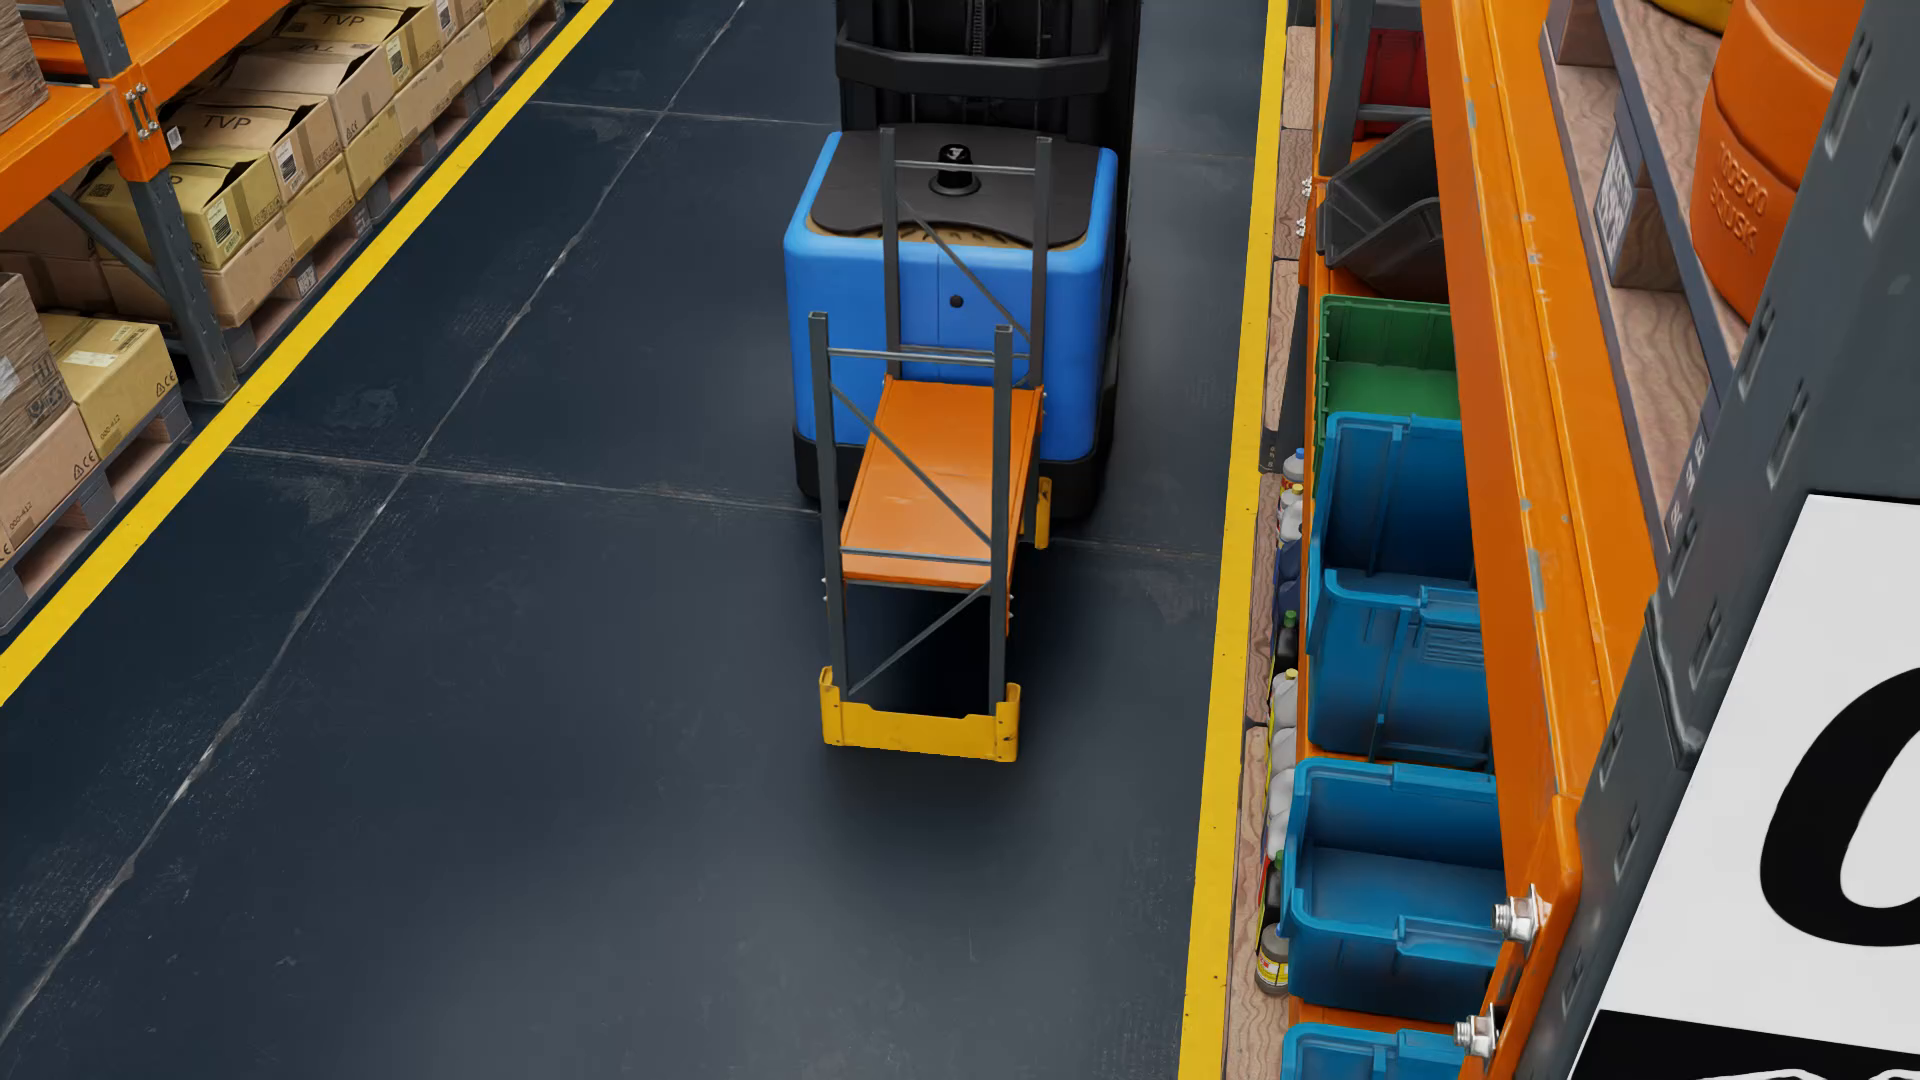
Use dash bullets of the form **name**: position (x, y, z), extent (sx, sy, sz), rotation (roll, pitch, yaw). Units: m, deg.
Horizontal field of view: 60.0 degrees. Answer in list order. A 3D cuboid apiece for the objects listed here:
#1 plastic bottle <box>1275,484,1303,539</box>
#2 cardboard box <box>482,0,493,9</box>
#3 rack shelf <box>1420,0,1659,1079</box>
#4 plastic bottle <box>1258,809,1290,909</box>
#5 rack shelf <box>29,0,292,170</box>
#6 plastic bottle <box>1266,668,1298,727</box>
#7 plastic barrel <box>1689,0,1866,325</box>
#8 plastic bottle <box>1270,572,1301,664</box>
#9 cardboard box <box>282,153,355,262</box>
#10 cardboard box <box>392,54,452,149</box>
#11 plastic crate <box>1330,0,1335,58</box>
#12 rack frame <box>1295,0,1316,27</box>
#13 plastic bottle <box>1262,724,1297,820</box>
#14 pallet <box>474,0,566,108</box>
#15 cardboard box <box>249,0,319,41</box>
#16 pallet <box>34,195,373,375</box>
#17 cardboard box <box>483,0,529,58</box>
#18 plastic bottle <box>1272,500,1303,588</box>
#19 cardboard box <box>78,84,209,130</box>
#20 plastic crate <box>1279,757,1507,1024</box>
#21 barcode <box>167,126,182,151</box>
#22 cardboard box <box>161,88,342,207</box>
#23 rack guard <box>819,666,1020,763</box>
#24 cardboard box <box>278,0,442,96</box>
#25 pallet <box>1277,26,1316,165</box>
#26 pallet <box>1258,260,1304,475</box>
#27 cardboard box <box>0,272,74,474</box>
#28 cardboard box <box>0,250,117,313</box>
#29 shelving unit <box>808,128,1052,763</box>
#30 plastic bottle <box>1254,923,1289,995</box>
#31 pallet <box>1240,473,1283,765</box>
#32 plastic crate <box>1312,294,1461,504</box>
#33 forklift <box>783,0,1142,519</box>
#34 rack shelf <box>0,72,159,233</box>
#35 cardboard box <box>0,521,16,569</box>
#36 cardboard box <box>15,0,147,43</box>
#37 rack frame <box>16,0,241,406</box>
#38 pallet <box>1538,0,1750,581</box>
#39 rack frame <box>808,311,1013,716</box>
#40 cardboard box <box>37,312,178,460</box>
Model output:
- **plastic bottle**: position (1.076, -0.091, 5.357), extent (0.097, 0.201, 0.097), rotation (0, 40, 0)
- **cardboard box**: position (-2.537, -2.910, 8.304), extent (0.500, 0.311, 0.500), rotation (6, 40, 7)
- **rack shelf**: position (1.234, -0.839, 2.621), extent (1.077, 0.370, 4.000), rotation (6, 40, 8)
- **plastic bottle**: position (0.845, 0.819, 4.198), extent (0.152, 0.276, 0.135), rotation (7, 40, 8)
- **rack shelf**: position (-2.952, -2.742, 7.277), extent (1.077, 0.370, 4.000), rotation (6, 40, 8)
- **plastic bottle**: position (0.927, 0.448, 4.705), extent (0.097, 0.201, 0.097), rotation (0, 40, 0)
- **plastic barrel**: position (0.847, -0.508, 0.989), extent (0.600, 0.830, 0.708), rotation (6, 40, 8)
- **plastic bottle**: position (0.999, 0.215, 4.869), extent (0.144, 0.351, 0.185), rotation (5, 40, 6)
- **cardboard box**: position (-2.894, -1.413, 6.933), extent (0.500, 0.250, 0.500), rotation (7, 40, 9)
- **cardboard box**: position (-2.718, -2.057, 7.712), extent (0.500, 0.250, 0.500), rotation (7, 40, 9)
- **plastic crate**: position (1.465, -1.936, 5.750), extent (0.392, 0.384, 0.575), rotation (6, 40, 8)
- **rack frame**: position (2.272, -3.726, 7.902), extent (1.000, 3.000, 0.127), rotation (6, 40, 8)
- **plastic bottle**: position (0.893, 0.599, 4.405), extent (0.144, 0.351, 0.185), rotation (8, 40, 10)
- **pallet**: position (-2.786, -2.687, 8.835), extent (1.003, 0.211, 1.213), rotation (6, 40, 8)
- **cardboard box**: position (-3.247, -2.323, 7.594), extent (0.500, 0.311, 0.500), rotation (6, 40, 7)
- **pallet**: position (-3.209, -1.156, 6.982), extent (1.003, 0.211, 1.213), rotation (6, 40, 8)
- **cardboard box**: position (-2.542, -2.696, 8.485), extent (0.500, 0.250, 0.500), rotation (6, 40, 7)
- **plastic bottle**: position (1.064, 0.022, 5.161), extent (0.152, 0.276, 0.135), rotation (8, 40, 9)
- **cardboard box**: position (-3.426, -1.695, 6.835), extent (0.500, 0.311, 0.500), rotation (7, 40, 9)
- **plastic crate**: position (0.798, 0.598, 2.789), extent (0.499, 0.251, 0.408), rotation (6, 40, 8)
- **barcode**: position (-2.844, -1.454, 6.018), extent (0.001, 0.075, 0.075), rotation (6, 40, 8)
- **cardboard box**: position (-2.889, -1.628, 6.753), extent (0.500, 0.311, 0.500), rotation (6, 40, 7)
- **rack guard**: position (-0.118, 0.517, 4.929), extent (0.587, 0.250, 0.087), rotation (5, 40, 6)
- **cardboard box**: position (-2.716, -2.279, 7.541), extent (0.500, 0.311, 0.500), rotation (7, 40, 9)
- **pallet**: position (2.100, -2.169, 8.208), extent (1.003, 0.211, 1.213), rotation (6, 40, 8)
- **pallet**: position (1.678, -0.638, 6.356), extent (1.003, 0.211, 1.213), rotation (6, 40, 8)
- **cardboard box**: position (-3.261, -0.528, 5.274), extent (0.500, 0.500, 0.500), rotation (6, 40, 8)
- **cardboard box**: position (-3.512, -1.158, 6.625), extent (0.500, 0.250, 0.500), rotation (6, 40, 7)
- **shelving unit**: position (-0.051, -0.280, 4.911), extent (0.587, 1.500, 1.083), rotation (5, 40, 6)
- **plastic bottle**: position (0.774, 1.003, 4.034), extent (0.097, 0.201, 0.097), rotation (0, 40, 0)
- **pallet**: position (1.423, 0.276, 5.250), extent (1.003, 0.211, 1.213), rotation (6, 40, 8)
- **plastic crate**: position (1.067, -0.313, 3.941), extent (0.450, 0.188, 0.662), rotation (6, 40, 8)
- **forklift**: position (0.133, -2.138, 6.036), extent (1.130, 2.935, 3.031), rotation (5, 40, 6)
- **rack shelf**: position (-3.644, -0.232, 4.241), extent (1.077, 0.370, 4.000), rotation (6, 40, 8)
- **cardboard box**: position (-3.331, 0.077, 5.131), extent (0.500, 0.250, 0.500), rotation (6, 40, 8)
- **cardboard box**: position (-3.256, -2.020, 5.957), extent (0.500, 0.250, 0.500), rotation (9, 40, 10)
- **rack frame**: position (-3.298, -1.764, 5.530), extent (1.000, 3.000, 0.127), rotation (6, 40, 8)
- **pallet**: position (1.128, -0.297, 1.549), extent (1.003, 0.211, 1.213), rotation (6, 40, 8)
- **rack frame**: position (-0.121, 0.047, 4.516), extent (0.500, 1.500, 0.032), rotation (5, 40, 6)
- **cardboard box**: position (-3.163, -0.551, 5.891), extent (0.500, 0.250, 0.500), rotation (6, 40, 8)
